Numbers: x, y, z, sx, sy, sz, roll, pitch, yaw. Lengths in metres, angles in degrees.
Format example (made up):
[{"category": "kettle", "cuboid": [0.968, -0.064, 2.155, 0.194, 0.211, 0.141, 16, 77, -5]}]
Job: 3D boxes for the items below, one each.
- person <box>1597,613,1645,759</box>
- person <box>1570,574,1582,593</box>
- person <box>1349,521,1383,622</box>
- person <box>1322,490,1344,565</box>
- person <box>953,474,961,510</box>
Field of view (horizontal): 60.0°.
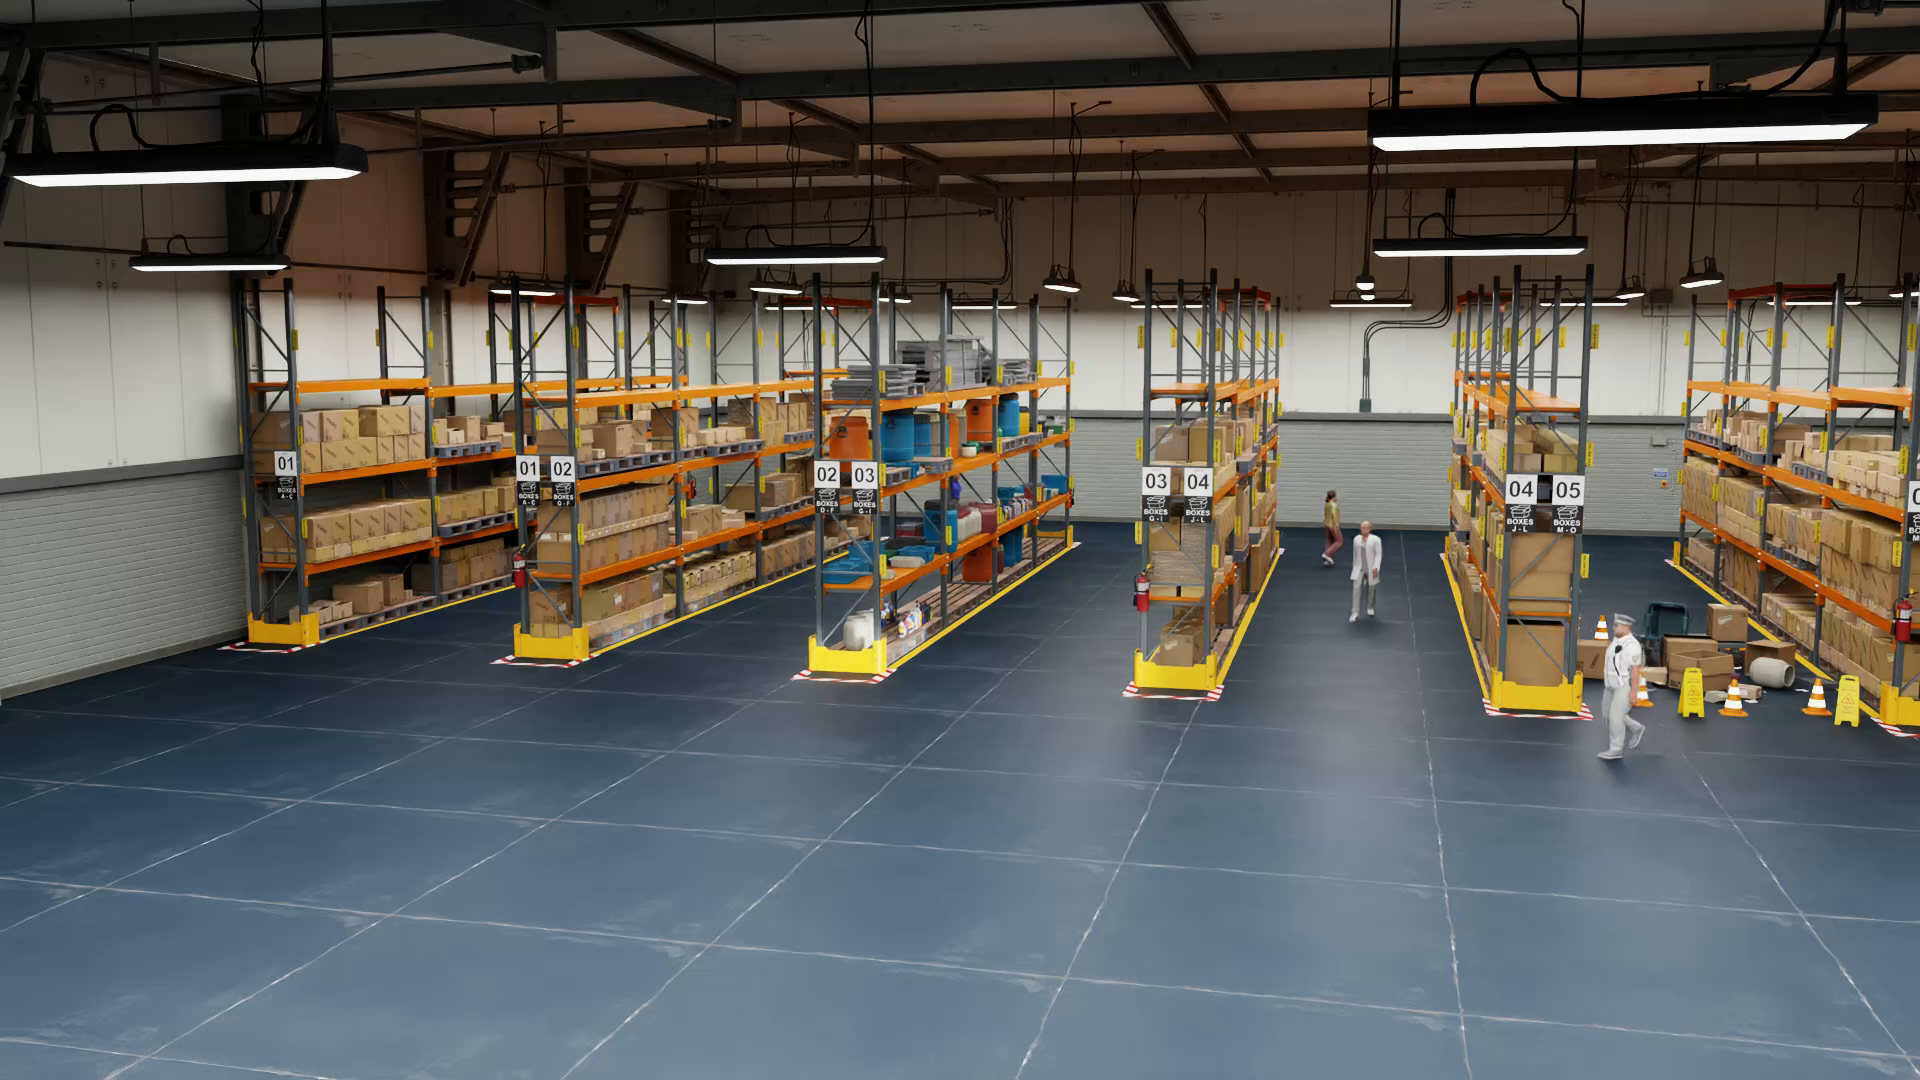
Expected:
[{"category": "person", "cuboid": [7.997, 1.735, 19.938, 0.791, 1.738, 0.533, -2, 7, -18]}, {"category": "person", "cuboid": [12.035, 0.292, 32.771, 0.456, 1.596, 0.480, 2, 7, 13]}, {"category": "person", "cuboid": [7.313, 0.543, 29.899, 0.558, 1.761, 1.038, 3, 7, 23]}, {"category": "person", "cuboid": [8.253, -0.274, 37.029, 0.472, 1.671, 0.475, -2, 7, -14]}, {"category": "person", "cuboid": [-0.151, -0.882, 42.600, 0.427, 1.545, 0.461, 1, 7, 10]}]
